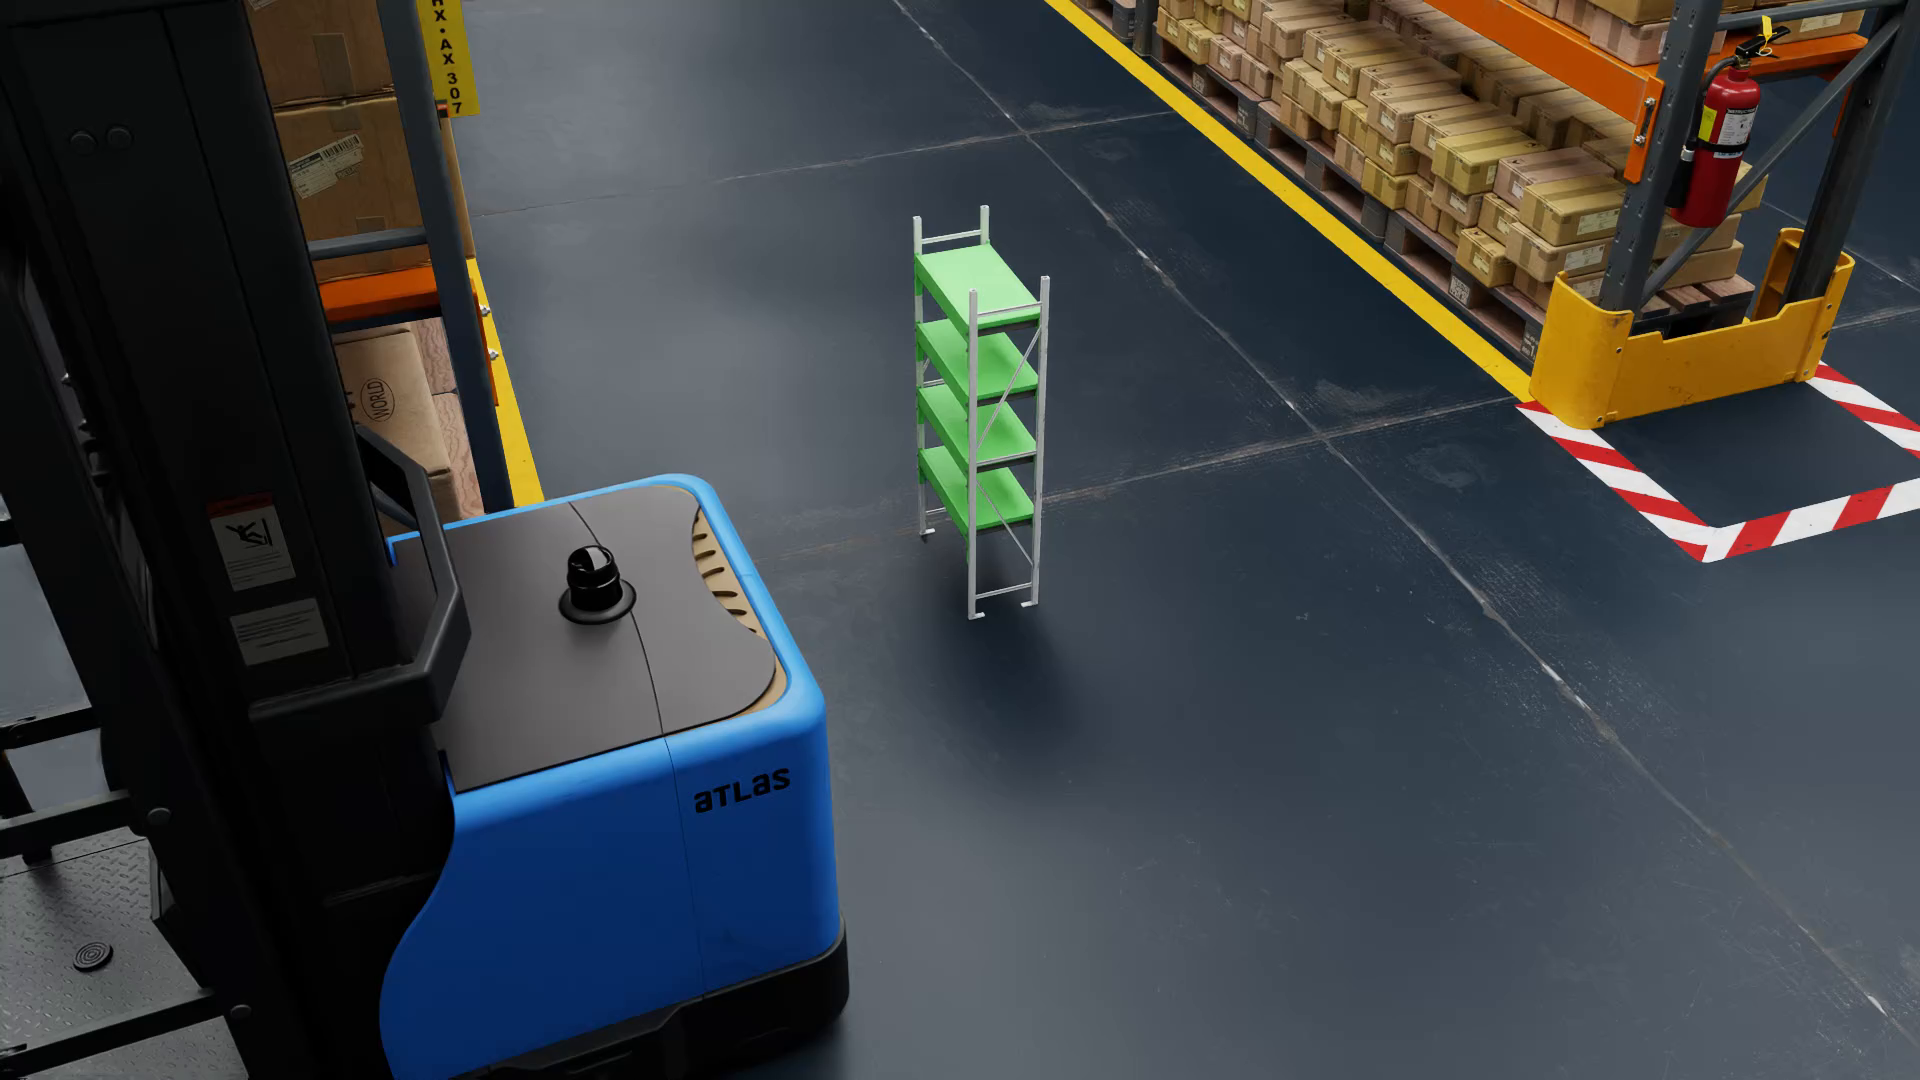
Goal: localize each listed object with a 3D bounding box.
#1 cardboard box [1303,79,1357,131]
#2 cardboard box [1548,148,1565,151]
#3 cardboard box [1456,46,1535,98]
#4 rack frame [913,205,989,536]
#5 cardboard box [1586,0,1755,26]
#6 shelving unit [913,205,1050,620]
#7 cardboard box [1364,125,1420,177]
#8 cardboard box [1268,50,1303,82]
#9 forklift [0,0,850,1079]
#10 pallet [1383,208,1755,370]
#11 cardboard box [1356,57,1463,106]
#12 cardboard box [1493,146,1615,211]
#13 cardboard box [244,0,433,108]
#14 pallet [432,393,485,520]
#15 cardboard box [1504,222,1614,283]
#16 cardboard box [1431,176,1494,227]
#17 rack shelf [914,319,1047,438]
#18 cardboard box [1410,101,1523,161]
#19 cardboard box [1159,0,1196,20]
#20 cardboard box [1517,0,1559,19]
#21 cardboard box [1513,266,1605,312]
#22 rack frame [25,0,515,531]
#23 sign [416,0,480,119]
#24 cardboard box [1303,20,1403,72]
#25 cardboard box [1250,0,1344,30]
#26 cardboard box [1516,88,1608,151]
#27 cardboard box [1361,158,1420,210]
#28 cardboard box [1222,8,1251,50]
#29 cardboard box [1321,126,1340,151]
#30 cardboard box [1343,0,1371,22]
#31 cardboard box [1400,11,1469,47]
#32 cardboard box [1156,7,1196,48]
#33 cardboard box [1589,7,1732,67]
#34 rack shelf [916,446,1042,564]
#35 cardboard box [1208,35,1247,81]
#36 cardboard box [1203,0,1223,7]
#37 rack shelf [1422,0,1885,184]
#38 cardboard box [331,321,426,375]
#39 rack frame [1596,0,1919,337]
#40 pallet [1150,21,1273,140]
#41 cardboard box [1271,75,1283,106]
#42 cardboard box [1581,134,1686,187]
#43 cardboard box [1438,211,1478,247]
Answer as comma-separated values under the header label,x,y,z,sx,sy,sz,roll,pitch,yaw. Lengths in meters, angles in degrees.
label,x,y,z,sx,sy,sz,roll,pitch,yaw
cardboard box,1.832,-2.048,7.749,0.380,0.149,0.250,-12,39,-15
cardboard box,2.710,-1.730,7.327,0.380,0.149,0.250,-11,38,-15
cardboard box,2.511,-2.152,7.639,0.380,0.149,0.250,-12,39,-15
rack frame,-0.027,-0.524,5.448,0.240,1.200,0.015,-12,39,-16
cardboard box,2.448,-2.139,5.766,0.500,0.500,0.500,-12,39,-15
shelving unit,0.057,-0.386,5.265,0.258,1.200,0.503,-12,39,-16
cardboard box,2.023,-1.749,7.352,0.380,0.149,0.250,-12,39,-15
cardboard box,1.743,-2.348,8.147,0.380,0.149,0.250,-11,38,-14
forklift,-1.841,0.112,3.165,3.031,2.935,1.130,-14,39,-18
pallet,2.571,-1.175,7.134,1.003,0.211,1.213,-12,39,-16
cardboard box,2.022,-2.038,7.488,0.380,0.149,0.250,-14,39,-17
cardboard box,2.391,-1.446,6.703,0.380,0.149,0.250,-12,39,-15
cardboard box,-1.667,-1.467,4.290,0.500,0.500,0.500,-13,39,-17
pallet,-2.118,-0.019,5.600,1.003,0.211,1.213,-12,39,-16
cardboard box,2.394,-1.166,6.578,0.380,0.149,0.250,-13,39,-17
cardboard box,2.214,-1.459,6.967,0.380,0.149,0.250,-14,39,-18
rack shelf,0.057,-0.526,5.159,0.258,0.148,0.480,-12,39,-16
cardboard box,2.153,-1.726,7.074,0.380,0.149,0.250,-14,39,-18
cardboard box,1.292,-2.916,8.901,0.380,0.149,0.250,-11,38,-14
cardboard box,2.315,-2.091,6.242,0.380,0.149,0.250,-13,39,-16
cardboard box,2.467,-1.062,6.688,0.380,0.149,0.250,-12,39,-15
rack frame,-1.769,-0.697,4.183,1.000,3.000,0.127,-12,39,-16
sign,-1.246,-1.186,4.046,0.100,0.325,0.005,-12,39,-16
cardboard box,1.857,-2.327,7.873,0.380,0.149,0.250,-14,39,-18
cardboard box,1.675,-2.625,8.268,0.380,0.149,0.250,-13,39,-17
cardboard box,2.645,-1.835,7.219,0.380,0.149,0.250,-14,39,-18
cardboard box,2.029,-1.622,7.430,0.380,0.149,0.250,-14,39,-18
cardboard box,1.581,-2.661,8.563,0.380,0.149,0.250,-13,39,-16
cardboard box,1.938,-1.939,7.851,0.380,0.149,0.250,-11,38,-15
cardboard box,2.068,-2.720,8.394,0.380,0.149,0.250,-11,38,-14
cardboard box,2.352,-2.437,8.018,0.380,0.149,0.250,-14,39,-18
cardboard box,1.291,-2.796,8.989,0.380,0.149,0.250,-14,39,-18
cardboard box,2.466,-1.805,5.861,0.380,0.149,0.250,-12,39,-16
rack shelf,0.057,-0.143,5.448,0.258,0.148,0.480,-12,39,-16
cardboard box,1.517,-2.516,8.617,0.380,0.149,0.250,-13,39,-16
cardboard box,1.430,-2.900,8.633,0.380,0.149,0.250,-11,38,-14
rack shelf,2.156,-2.622,7.335,1.077,0.370,4.000,-12,39,-16
cardboard box,-2.413,-0.709,5.979,0.875,0.438,0.875,-11,38,-15
rack frame,2.844,-1.779,5.619,1.000,3.000,0.127,-12,39,-16
pallet,1.732,-2.553,8.964,1.003,0.211,1.213,-12,39,-16
cardboard box,1.777,-2.238,8.248,0.380,0.149,0.250,-14,39,-18
cardboard box,2.775,-1.543,6.831,0.380,0.149,0.250,-12,39,-15
cardboard box,2.273,-1.354,7.075,0.380,0.149,0.250,-13,39,-16
